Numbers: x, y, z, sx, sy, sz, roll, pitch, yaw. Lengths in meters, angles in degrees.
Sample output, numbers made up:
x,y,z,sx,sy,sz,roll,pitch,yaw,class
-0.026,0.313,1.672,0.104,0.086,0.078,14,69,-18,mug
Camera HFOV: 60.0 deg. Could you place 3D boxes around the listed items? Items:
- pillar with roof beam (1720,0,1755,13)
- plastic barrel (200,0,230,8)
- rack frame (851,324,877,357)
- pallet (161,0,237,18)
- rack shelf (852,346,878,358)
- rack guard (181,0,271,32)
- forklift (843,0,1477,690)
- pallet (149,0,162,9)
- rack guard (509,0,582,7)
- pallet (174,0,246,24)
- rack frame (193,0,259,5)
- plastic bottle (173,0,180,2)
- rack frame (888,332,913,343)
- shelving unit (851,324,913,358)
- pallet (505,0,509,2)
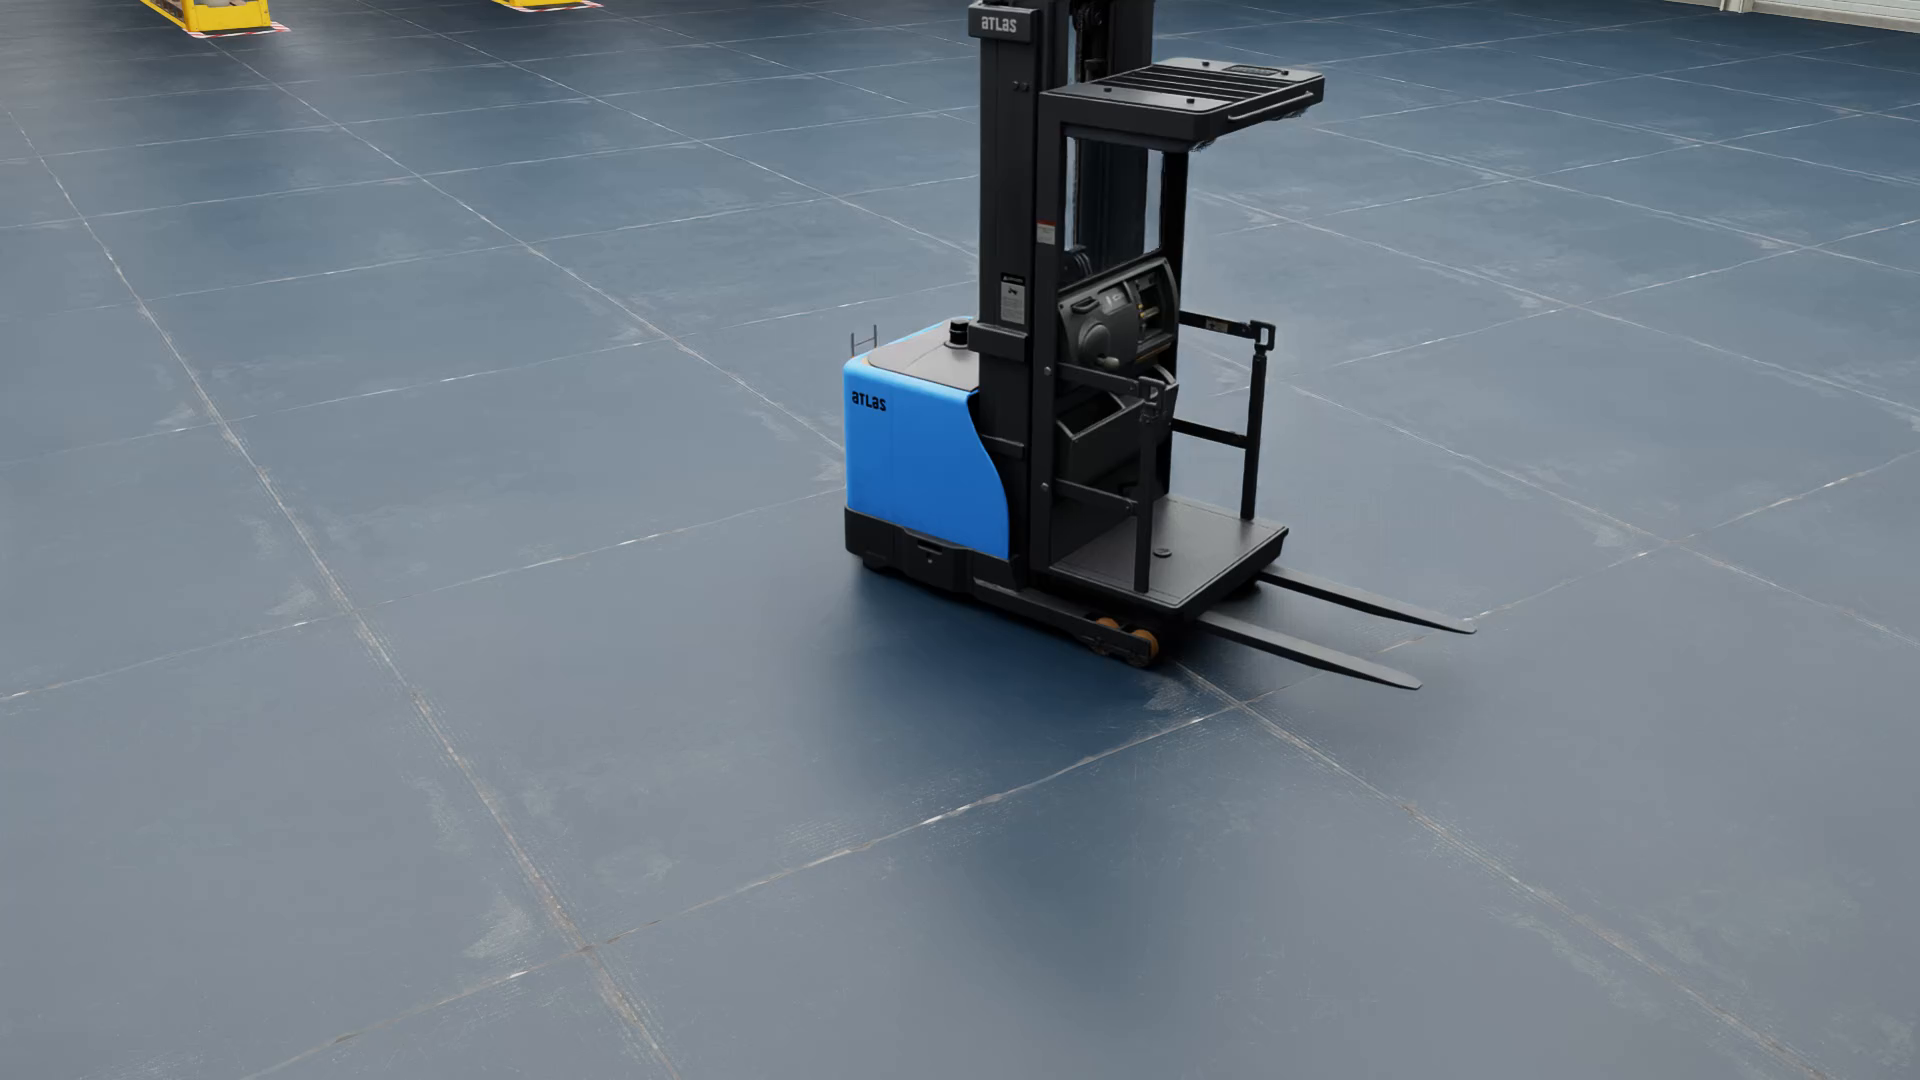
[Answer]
x,y,z,sx,sy,sz,roll,pitch,yaw,class
8.925,-11.612,22.806,9.100,9.000,0.400,-16,29,-30,pillar with roof beam
-11.427,-8.396,25.443,0.421,0.512,0.421,0,25,0,plastic barrel
-0.498,-0.621,8.835,0.008,1.050,0.200,18,31,33,rack frame
-12.185,-8.596,26.712,1.003,0.211,1.213,-16,29,-30,pallet
-0.401,-0.836,8.652,0.240,0.259,0.215,18,31,33,rack shelf
-11.084,-7.999,25.109,1.175,0.500,0.348,-16,29,-30,rack guard
0.894,-1.007,7.449,3.031,2.935,1.130,18,31,33,forklift
-12.855,-9.033,27.637,1.003,0.211,1.213,-16,29,-30,pallet
-6.895,-9.164,27.577,1.175,0.500,0.348,-16,29,-30,rack guard
-11.523,-8.160,25.788,1.003,0.211,1.213,-16,29,-30,pallet
-11.003,-9.113,24.541,1.000,3.000,0.127,-16,29,-30,rack frame
-12.373,-8.601,26.219,0.097,0.201,0.097,0,25,0,plastic bottle
-0.303,-0.558,8.702,0.008,1.050,0.200,18,31,33,rack frame
-0.401,-0.589,8.769,0.252,1.050,0.215,18,31,33,shelving unit
-7.309,-9.332,28.272,1.003,0.211,1.213,-16,29,-30,pallet
